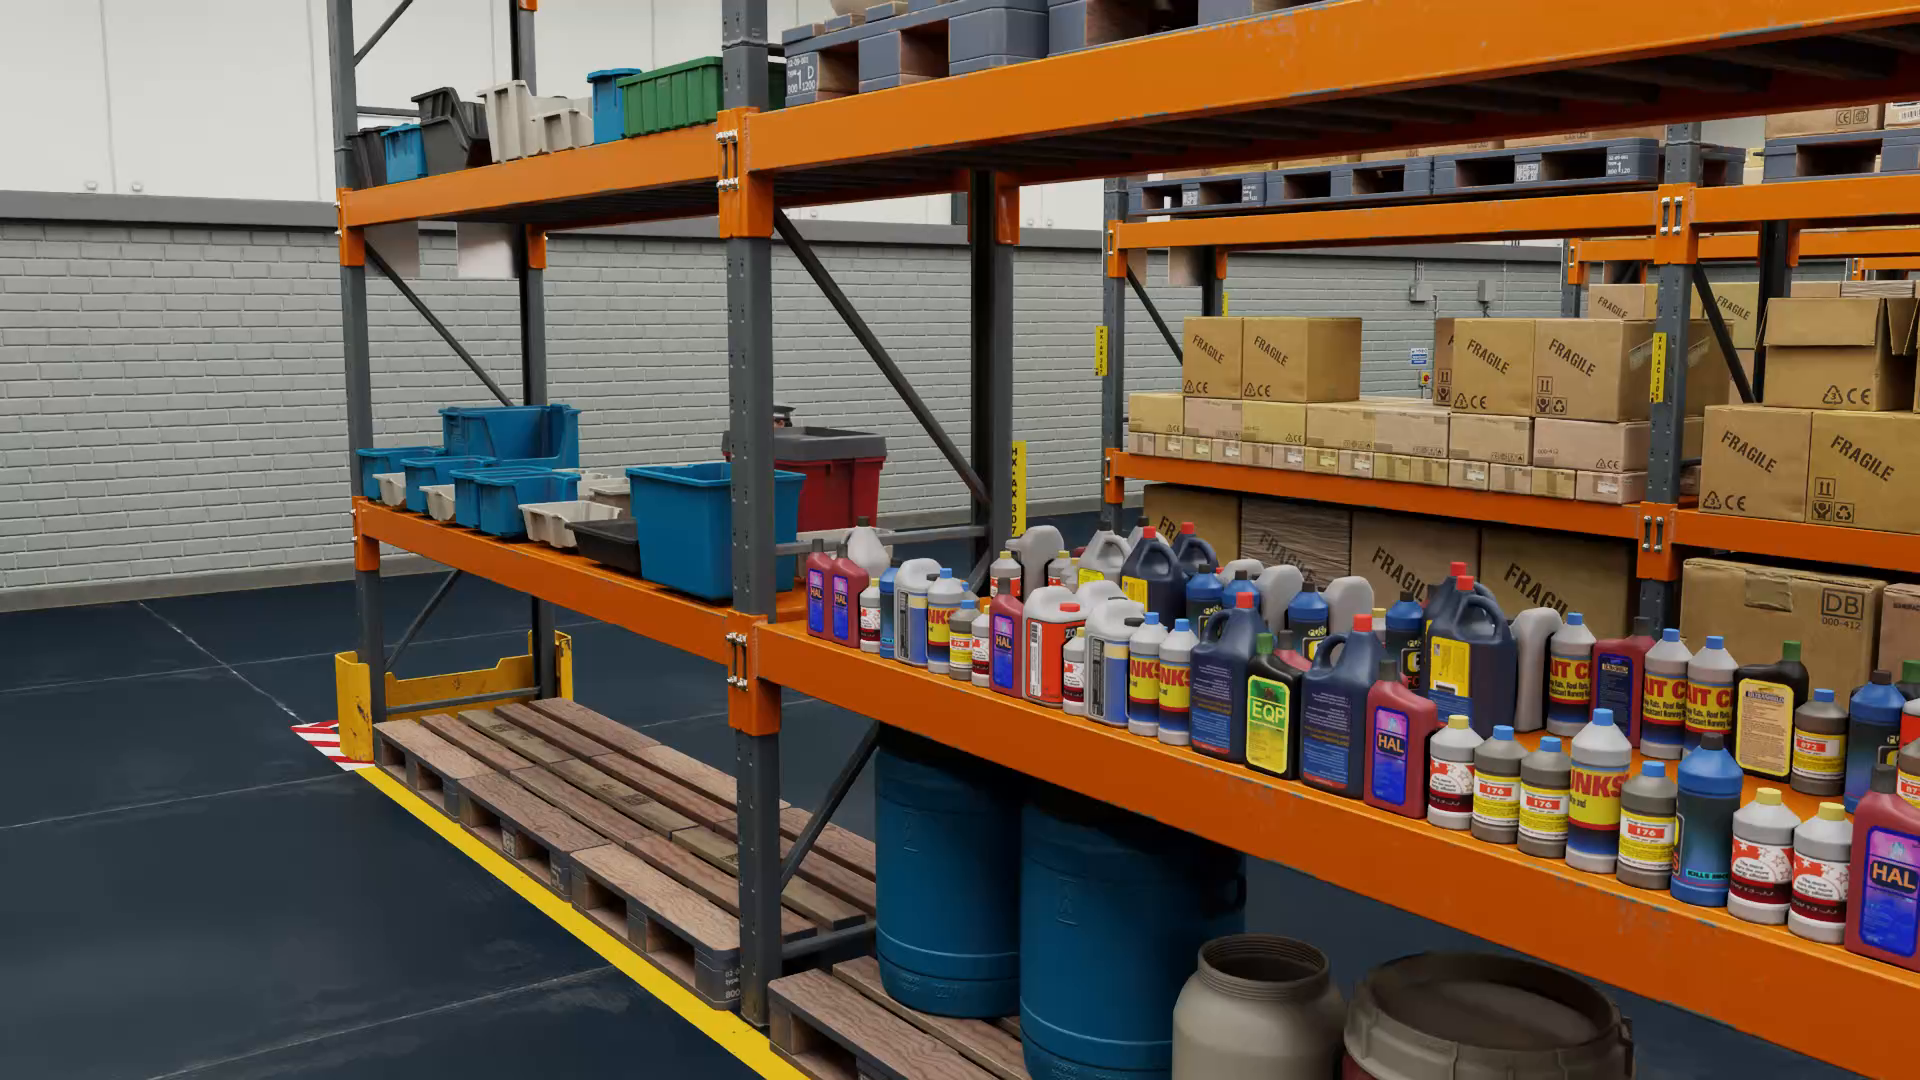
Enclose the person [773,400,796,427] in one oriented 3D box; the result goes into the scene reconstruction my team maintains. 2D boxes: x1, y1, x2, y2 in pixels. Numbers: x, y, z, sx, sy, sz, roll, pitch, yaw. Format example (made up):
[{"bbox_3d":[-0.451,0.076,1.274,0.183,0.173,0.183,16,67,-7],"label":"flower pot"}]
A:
[{"bbox_3d":[-1.180,-0.095,10.976,0.373,1.665,0.542,-6,10,-38],"label":"person"}]
